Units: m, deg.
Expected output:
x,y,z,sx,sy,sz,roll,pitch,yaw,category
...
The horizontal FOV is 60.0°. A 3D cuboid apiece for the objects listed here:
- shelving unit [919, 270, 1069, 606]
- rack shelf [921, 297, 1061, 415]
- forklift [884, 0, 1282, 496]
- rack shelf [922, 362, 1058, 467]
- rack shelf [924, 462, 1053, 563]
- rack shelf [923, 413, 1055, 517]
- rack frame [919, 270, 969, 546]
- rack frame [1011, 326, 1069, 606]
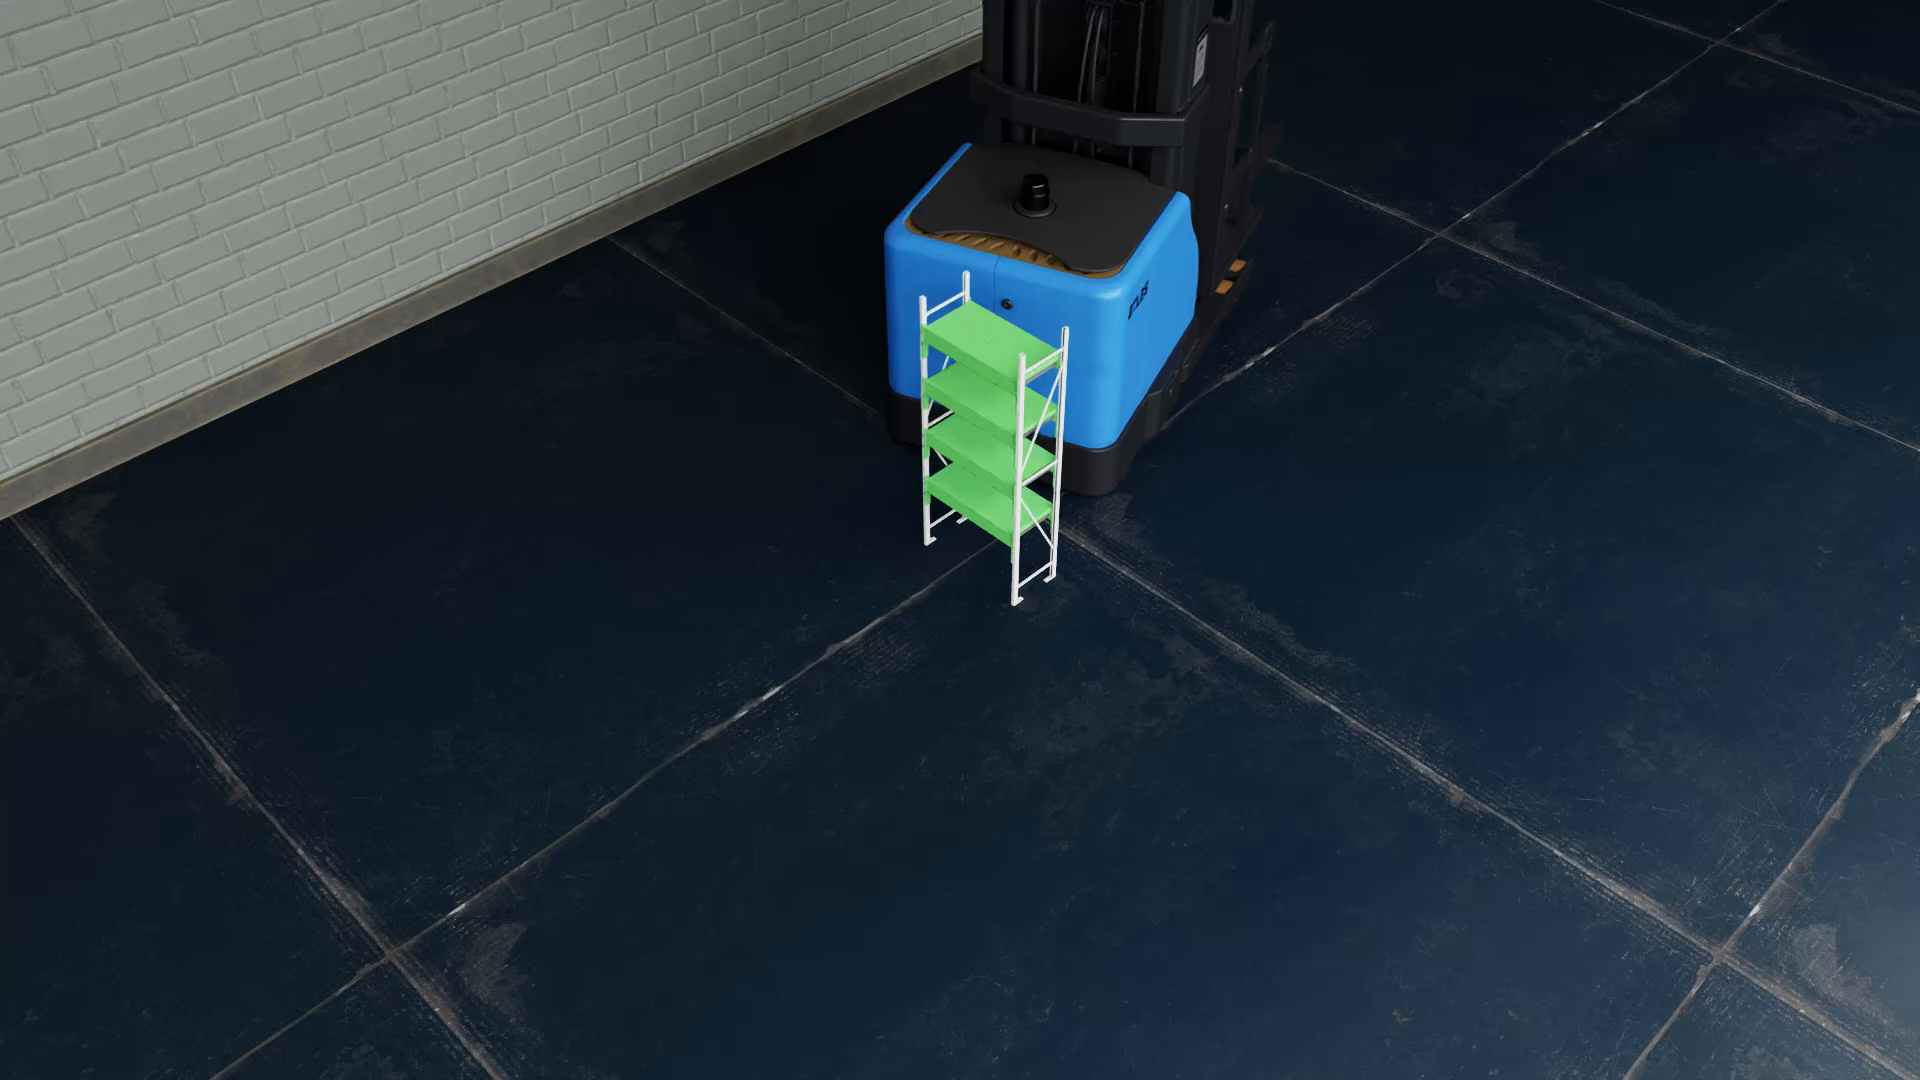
x,y,z,sx,sy,sz,roll,pitch,yaw,category
0.117,-0.361,6.257,0.258,1.200,0.503,-34,53,-31,shelving unit
0.117,-0.667,5.974,0.258,0.148,0.480,-34,53,-31,rack shelf
0.761,-2.262,7.038,1.130,2.935,3.031,17,46,18,forklift
0.117,-0.490,6.137,0.258,0.148,0.480,-34,53,-31,rack shelf
0.117,-0.138,6.463,0.258,0.148,0.480,-34,53,-31,rack shelf
0.117,-0.314,6.300,0.258,0.148,0.480,-34,53,-31,rack shelf
-0.055,-0.478,6.384,0.240,1.200,0.015,-34,53,-31,rack frame
0.289,-0.244,6.130,0.240,1.200,0.015,-34,53,-31,rack frame
